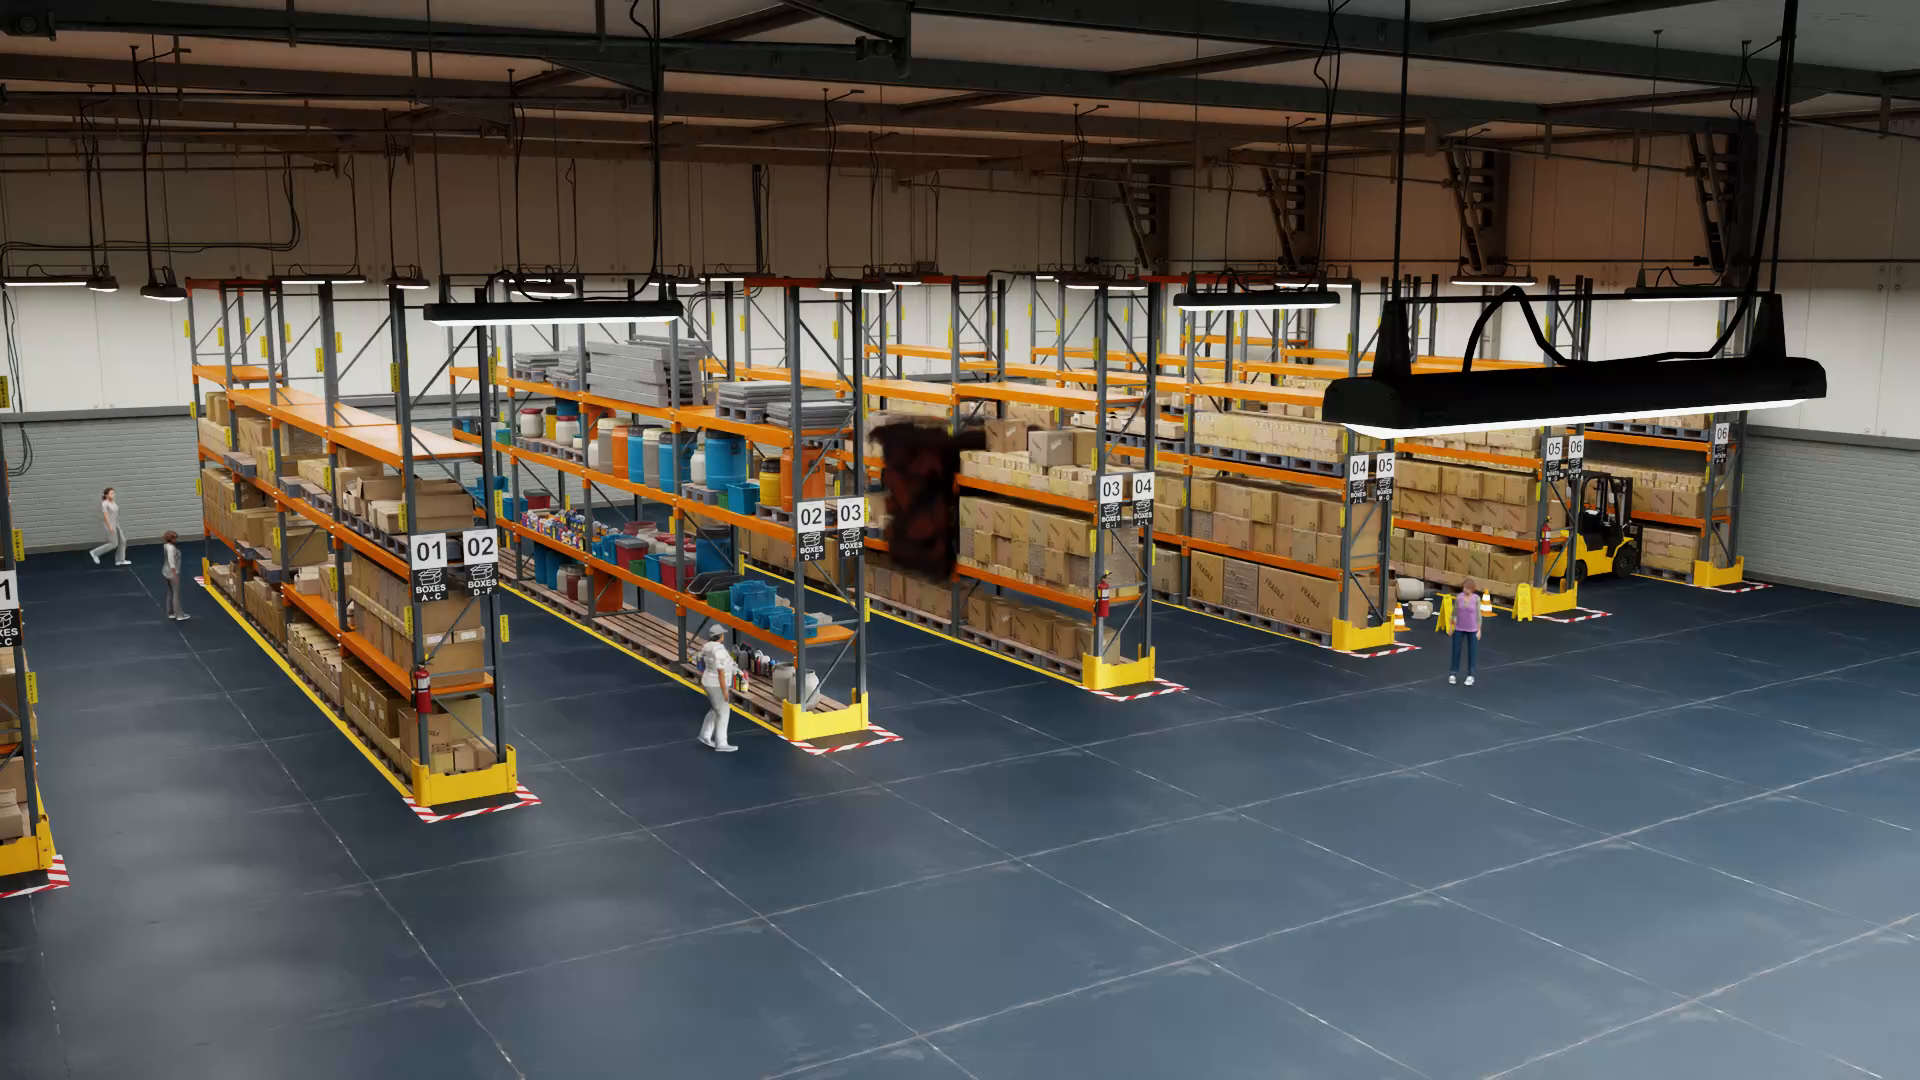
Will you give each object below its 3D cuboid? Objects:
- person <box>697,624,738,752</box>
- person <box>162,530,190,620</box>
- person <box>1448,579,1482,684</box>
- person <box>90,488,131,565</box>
[{"bbox_3d":[-3.168,1.934,21.660,0.459,1.703,0.561,-4,10,-21],"label":"person"},{"bbox_3d":[-13.914,0.621,29.464,0.375,1.600,0.474,-7,12,-35],"label":"person"},{"bbox_3d":[7.588,1.368,25.010,0.471,1.601,0.388,4,10,21],"label":"person"},{"bbox_3d":[-17.730,-0.276,34.638,0.732,1.637,0.468,-2,10,-13],"label":"person"}]
